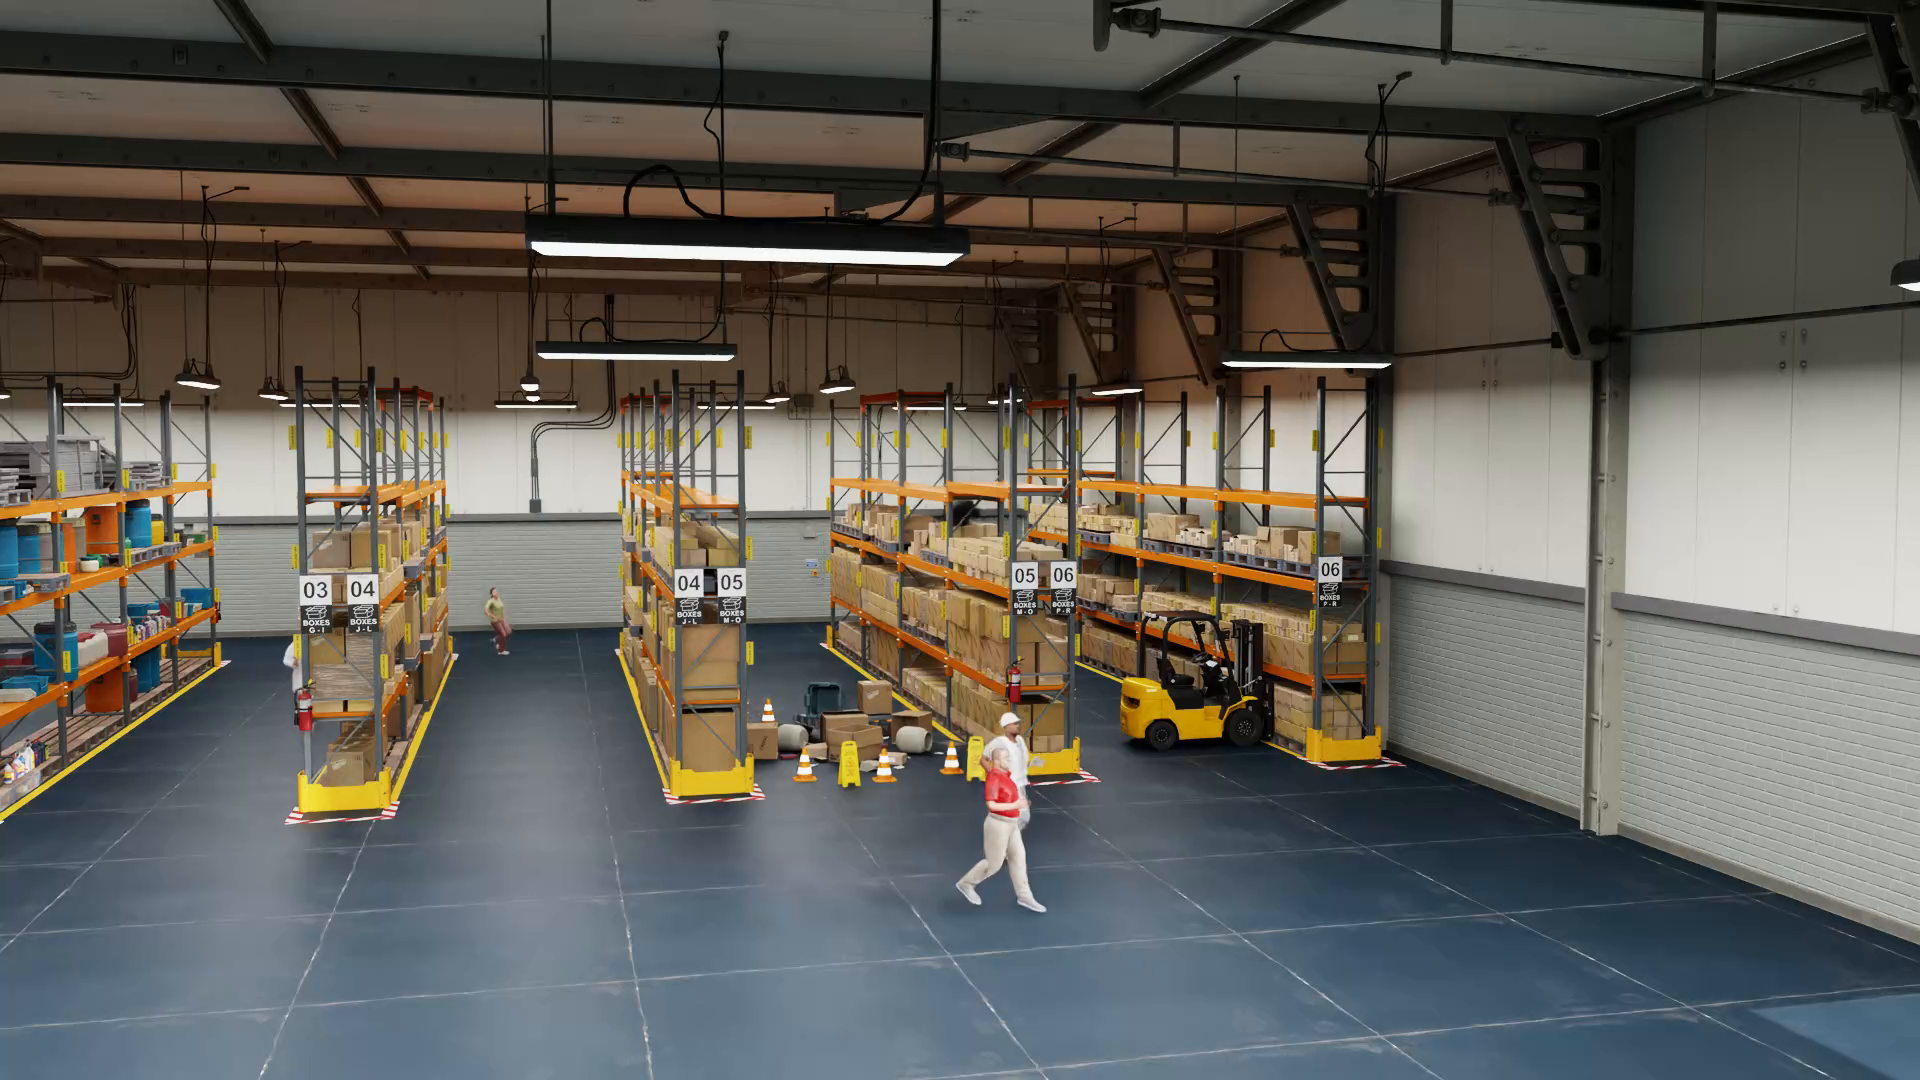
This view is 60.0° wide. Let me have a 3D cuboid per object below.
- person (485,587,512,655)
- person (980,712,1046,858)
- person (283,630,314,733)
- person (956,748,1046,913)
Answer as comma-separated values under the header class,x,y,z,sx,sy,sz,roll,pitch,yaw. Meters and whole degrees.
class,x,y,z,sx,sy,sz,roll,pitch,yaw
person,-10.763,1.891,38.697,0.538,1.588,0.615,2,4,29
person,0.654,2.946,19.672,0.674,1.806,0.659,2,4,28
person,-11.240,2.374,28.586,0.714,1.763,1.082,-1,4,-21
person,0.433,3.068,17.638,0.966,1.740,0.659,1,4,21
